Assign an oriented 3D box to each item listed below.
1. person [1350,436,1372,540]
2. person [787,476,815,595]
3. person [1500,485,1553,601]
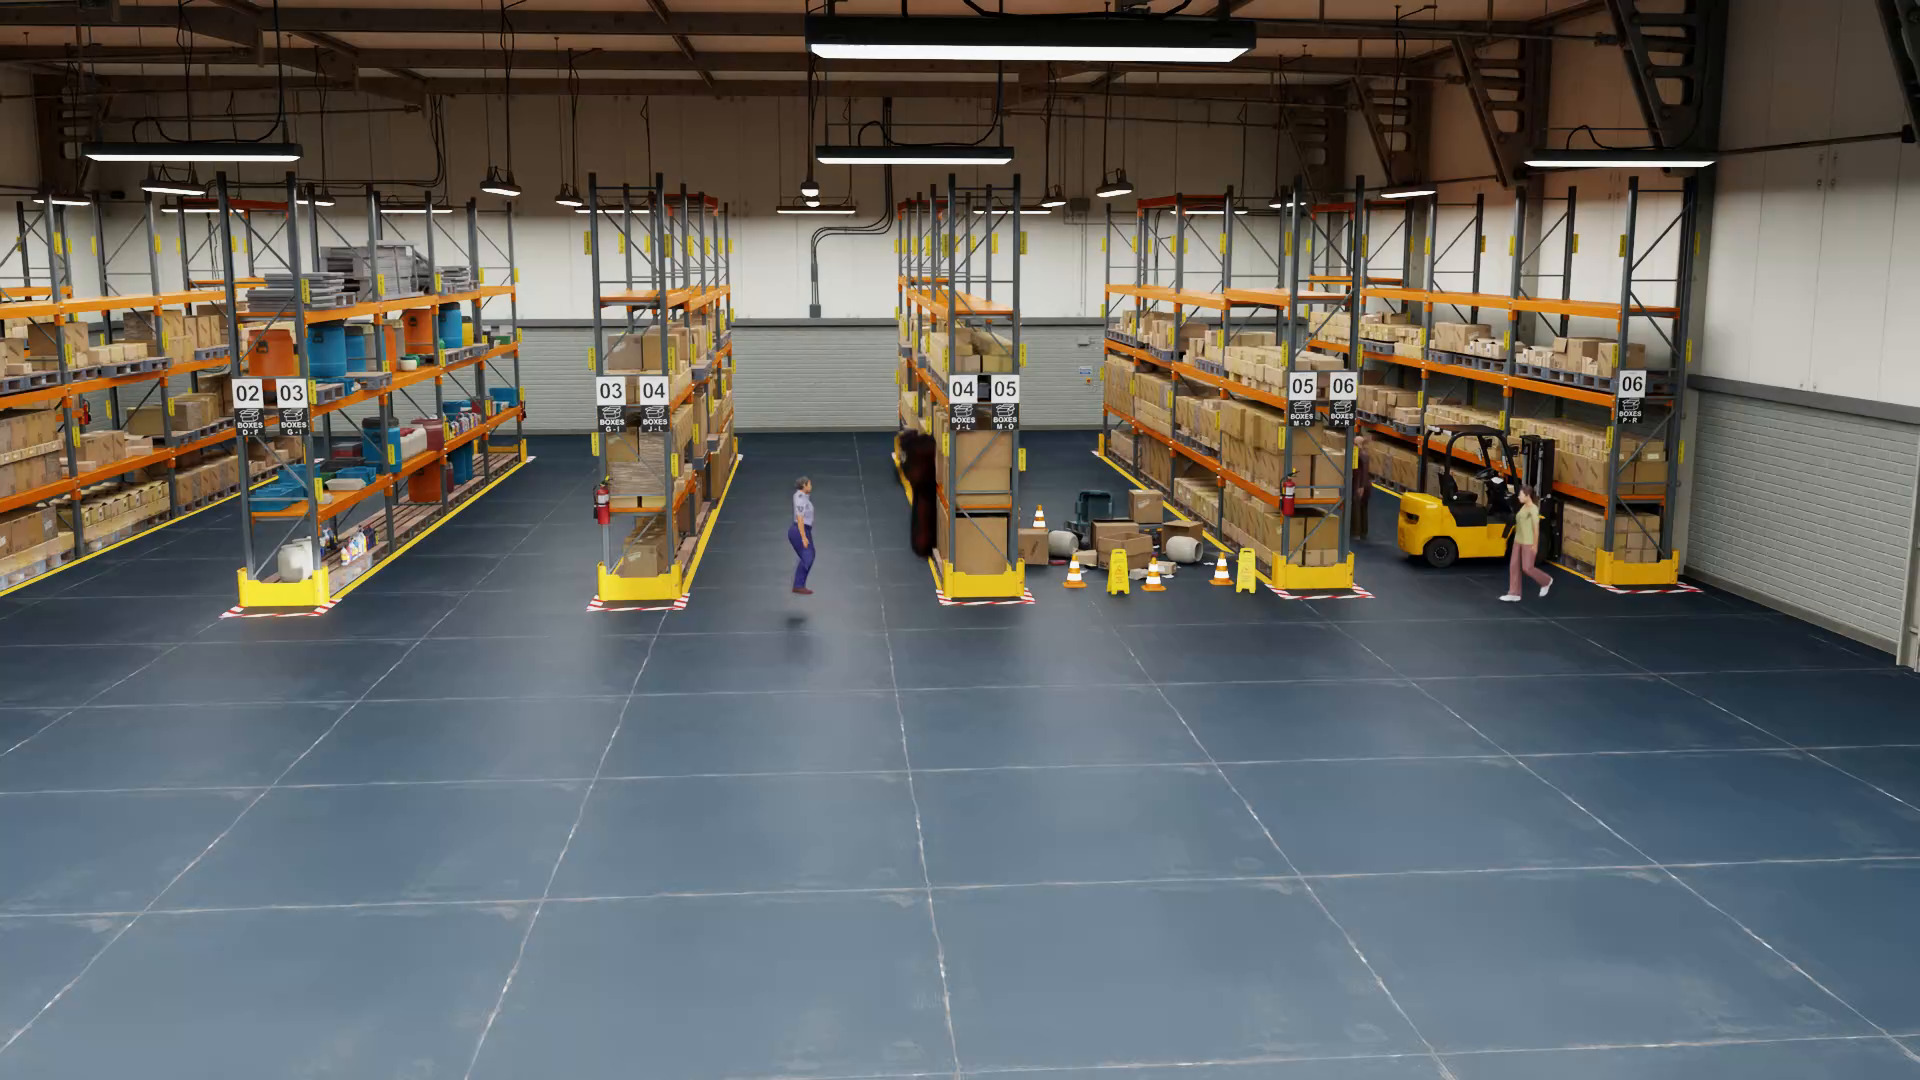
[{"bbox_3d":[6.914,-0.912,28.789,0.409,1.786,0.631,6,11,29],"label":"person"},{"bbox_3d":[-2.182,-0.036,22.861,0.368,1.705,0.567,0,10,-1],"label":"person"},{"bbox_3d":[8.087,0.049,23.596,0.731,1.661,0.453,-4,11,-23],"label":"person"}]
